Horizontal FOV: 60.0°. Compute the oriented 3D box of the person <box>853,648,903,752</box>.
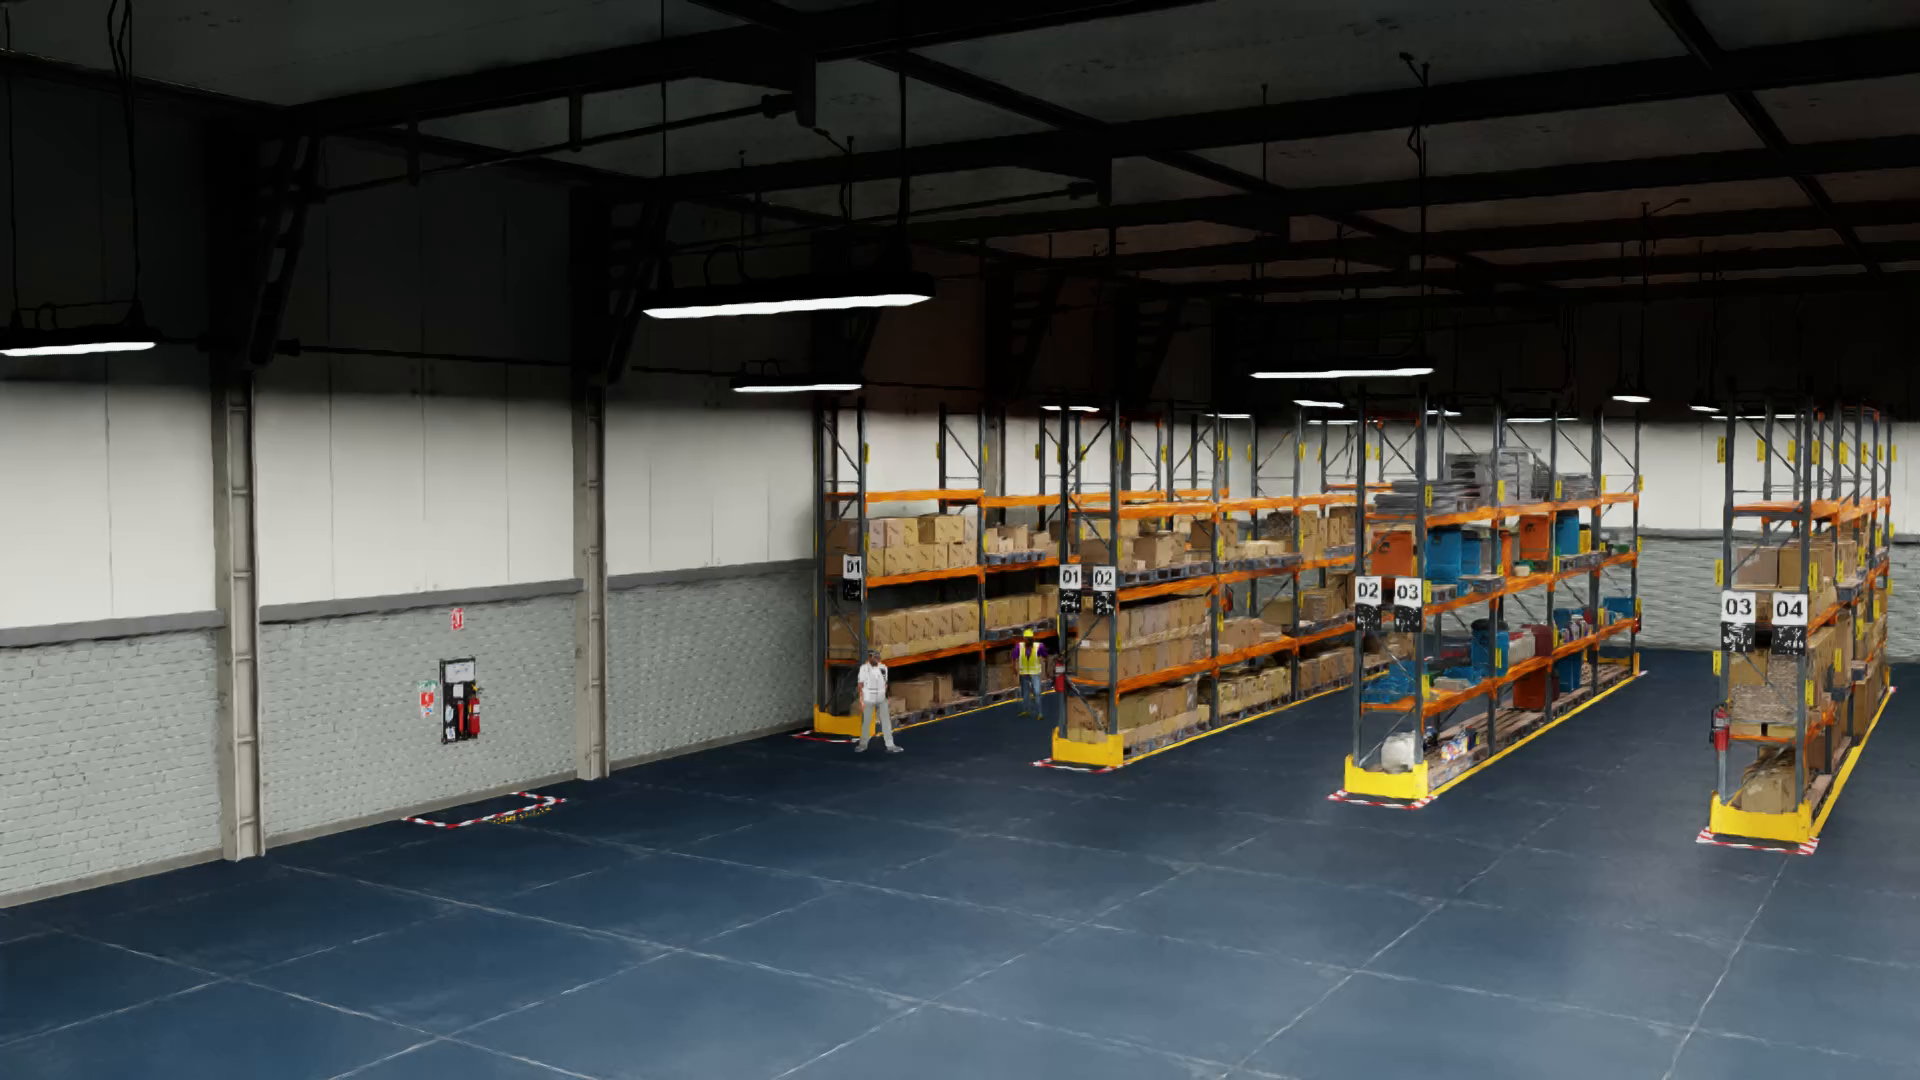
[{"bbox_3d":[-1.386,2.658,27.718,0.765,1.753,0.588,-1,3,-19],"label":"person"}]

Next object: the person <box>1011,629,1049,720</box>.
[{"bbox_3d":[1.318,2.506,31.283,0.699,1.706,0.840,1,3,15],"label":"person"}]
